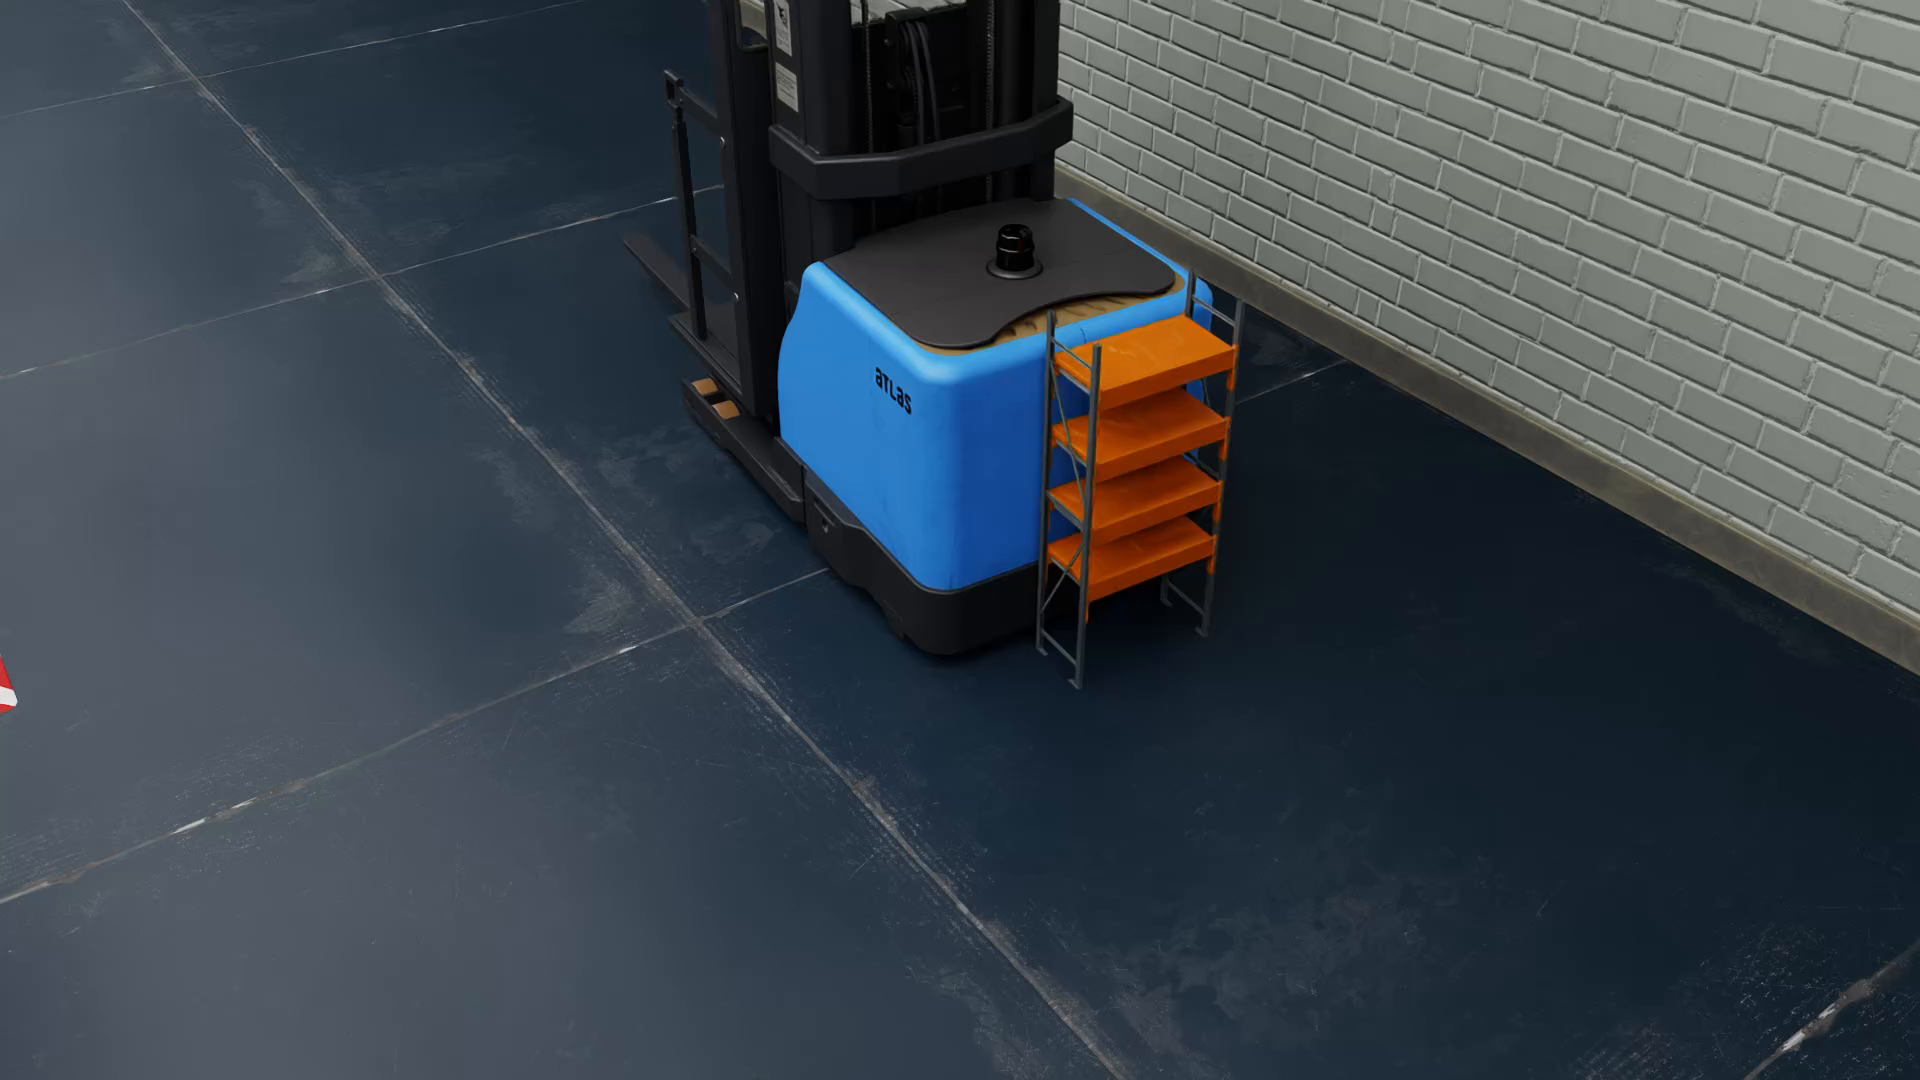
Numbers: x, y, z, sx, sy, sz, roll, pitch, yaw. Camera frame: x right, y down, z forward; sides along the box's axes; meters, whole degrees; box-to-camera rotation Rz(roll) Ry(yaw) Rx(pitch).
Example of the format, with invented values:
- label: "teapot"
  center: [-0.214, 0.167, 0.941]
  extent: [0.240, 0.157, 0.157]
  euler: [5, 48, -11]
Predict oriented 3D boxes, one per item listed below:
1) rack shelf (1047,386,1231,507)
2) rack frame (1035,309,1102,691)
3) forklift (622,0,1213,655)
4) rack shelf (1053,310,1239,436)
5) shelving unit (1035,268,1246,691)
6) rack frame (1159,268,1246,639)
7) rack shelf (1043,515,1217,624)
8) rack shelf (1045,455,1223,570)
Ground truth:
- label: "rack shelf"
  center: [0.517, -0.287, 4.853]
  extent: [0.480, 0.148, 0.258]
  euler: [-19, 40, -25]
- label: "rack frame"
  center: [0.308, -0.086, 4.842]
  extent: [0.015, 1.200, 0.240]
  euler: [-19, 40, -25]
- label: "forklift"
  center: [-0.405, -1.669, 5.561]
  extent: [1.130, 2.935, 3.031]
  euler: [-19, 40, -24]
- label: "rack shelf"
  center: [0.517, -0.479, 4.715]
  extent: [0.480, 0.148, 0.258]
  euler: [-19, 40, -25]
- label: "shelving unit"
  center: [0.517, -0.160, 4.944]
  extent: [0.503, 1.200, 0.258]
  euler: [-19, 40, -25]
- label: "rack frame"
  center: [0.725, -0.233, 5.047]
  extent: [0.015, 1.200, 0.240]
  euler: [-19, 40, -25]
- label: "rack shelf"
  center: [0.517, 0.056, 5.100]
  extent: [0.480, 0.148, 0.258]
  euler: [-19, 40, -25]
- label: "rack shelf"
  center: [0.517, -0.105, 4.984]
  extent: [0.480, 0.148, 0.258]
  euler: [-19, 40, -25]
